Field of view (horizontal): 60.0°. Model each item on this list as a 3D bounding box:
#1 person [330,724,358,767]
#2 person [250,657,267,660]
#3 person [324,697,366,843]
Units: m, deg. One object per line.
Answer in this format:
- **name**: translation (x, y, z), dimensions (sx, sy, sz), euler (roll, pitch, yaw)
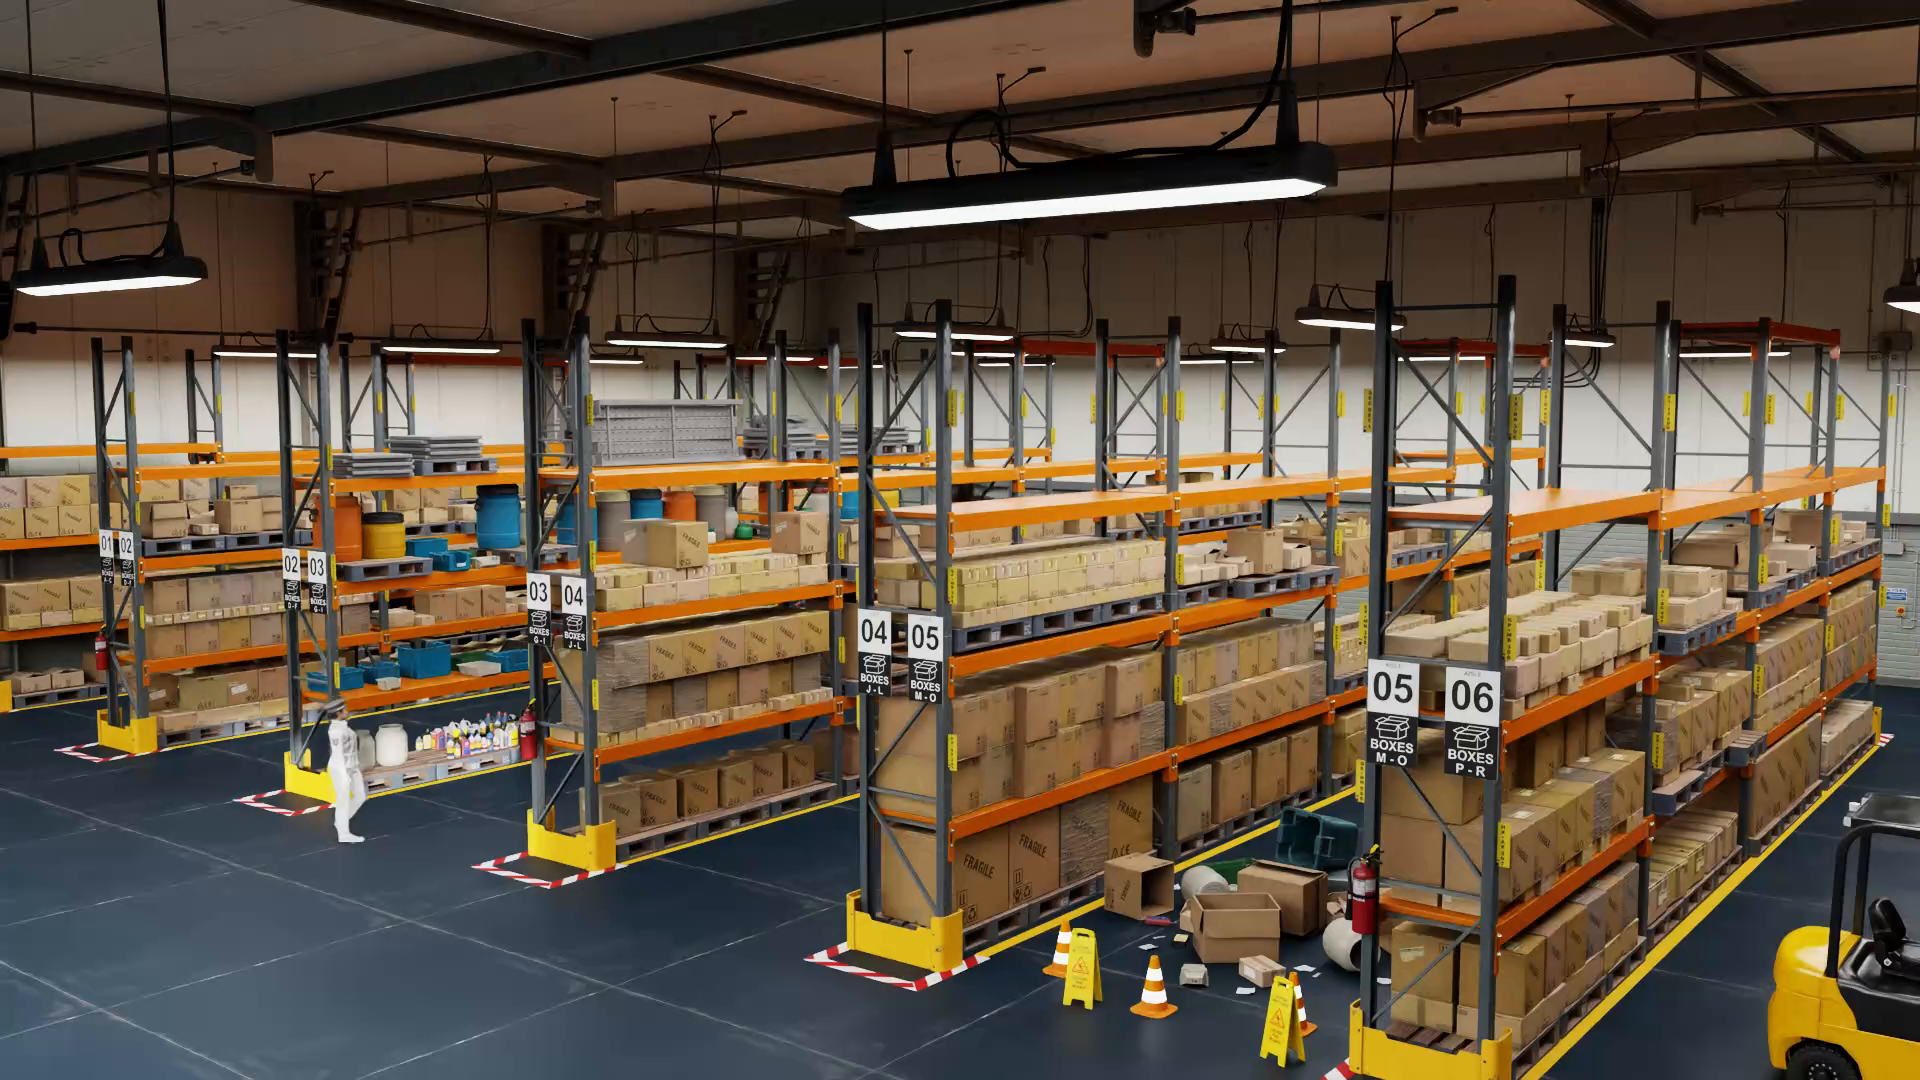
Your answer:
- **person**: translation (-3.331, 2.277, 20.546), dimensions (6.498, 1.730, 5.772), euler (2, 5, 22)
- **person**: translation (-11.931, 1.845, 28.217), dimensions (0.630, 1.730, 0.384), euler (-3, 6, -28)
- **person**: translation (-7.113, 2.665, 19.258), dimensions (0.436, 1.704, 0.528), euler (0, 5, 5)
